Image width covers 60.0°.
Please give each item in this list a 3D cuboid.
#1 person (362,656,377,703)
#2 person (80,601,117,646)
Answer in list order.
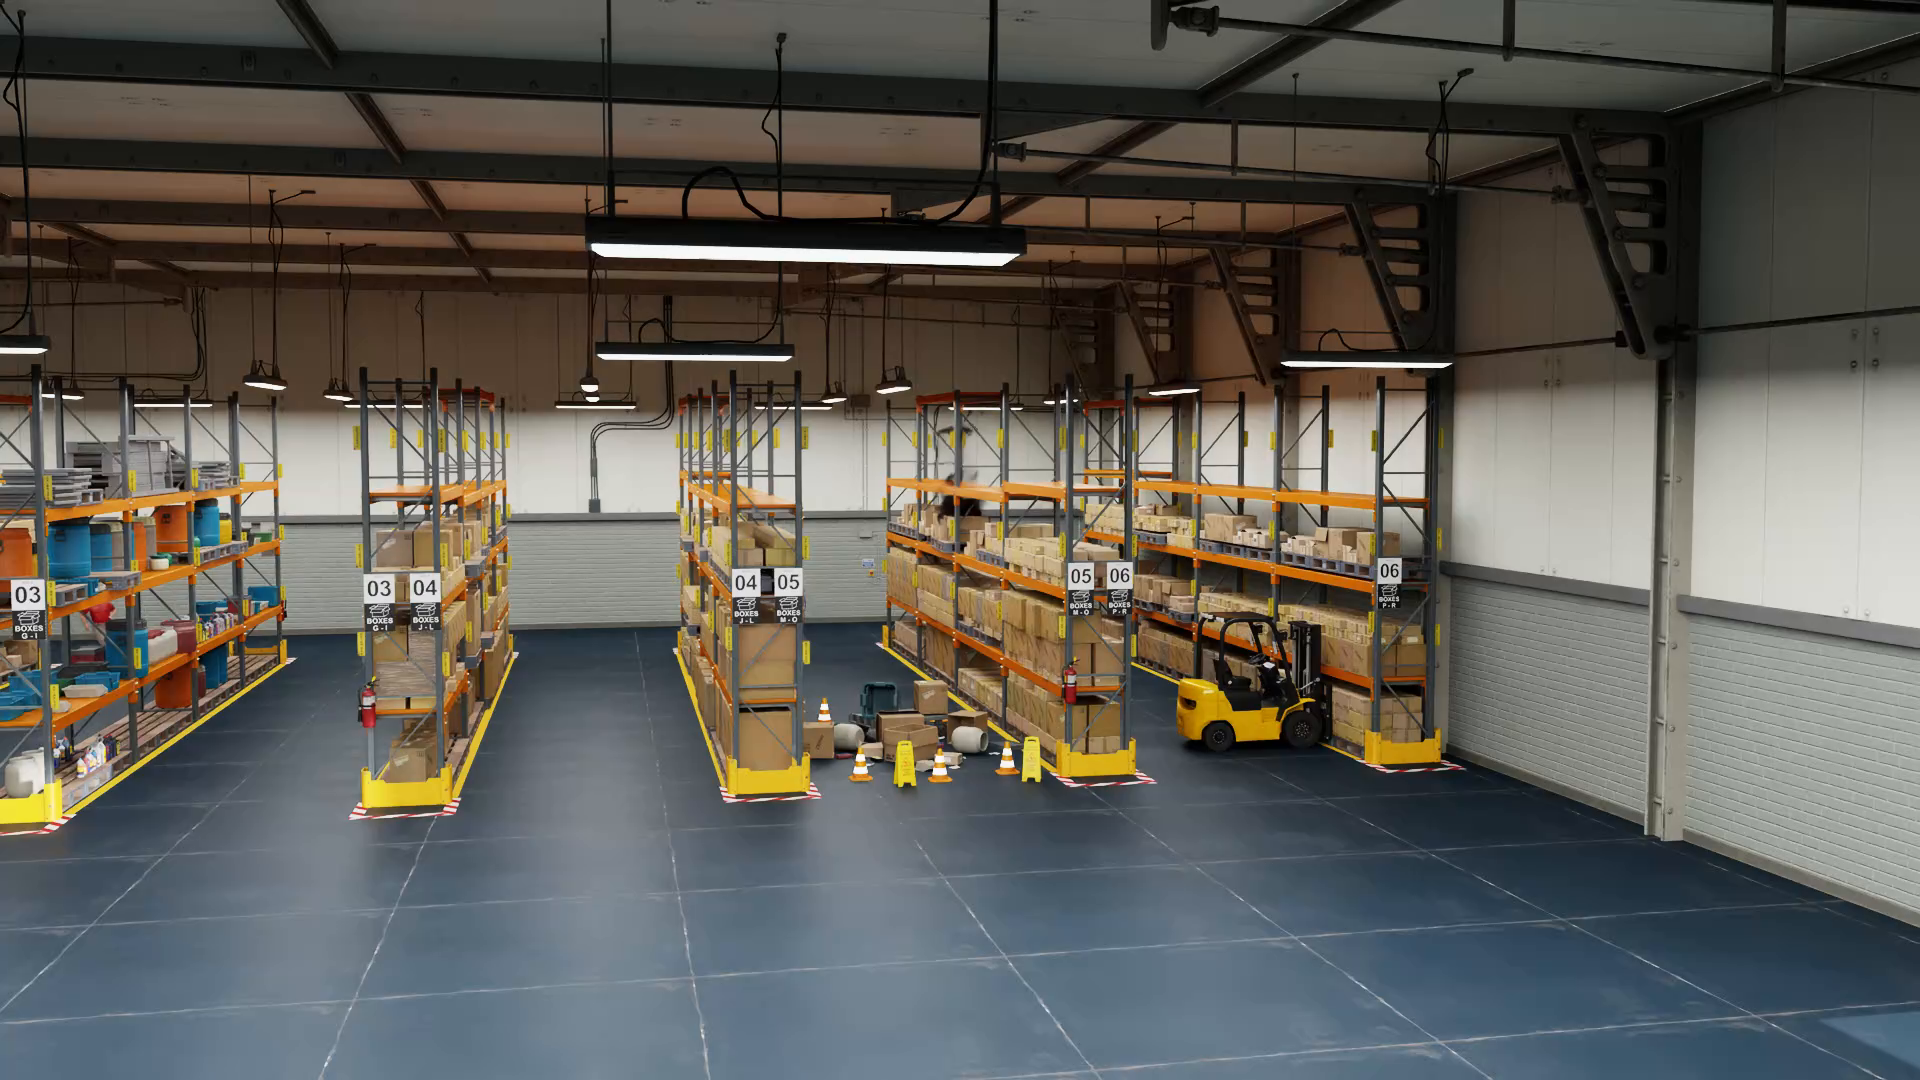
[{"bbox_3d":[-10.914,2.347,31.239,0.636,1.668,0.751,-1,3,-13],"label":"person"},{"bbox_3d":[-18.961,1.961,36.733,0.856,1.725,0.712,3,5,44],"label":"person"}]
